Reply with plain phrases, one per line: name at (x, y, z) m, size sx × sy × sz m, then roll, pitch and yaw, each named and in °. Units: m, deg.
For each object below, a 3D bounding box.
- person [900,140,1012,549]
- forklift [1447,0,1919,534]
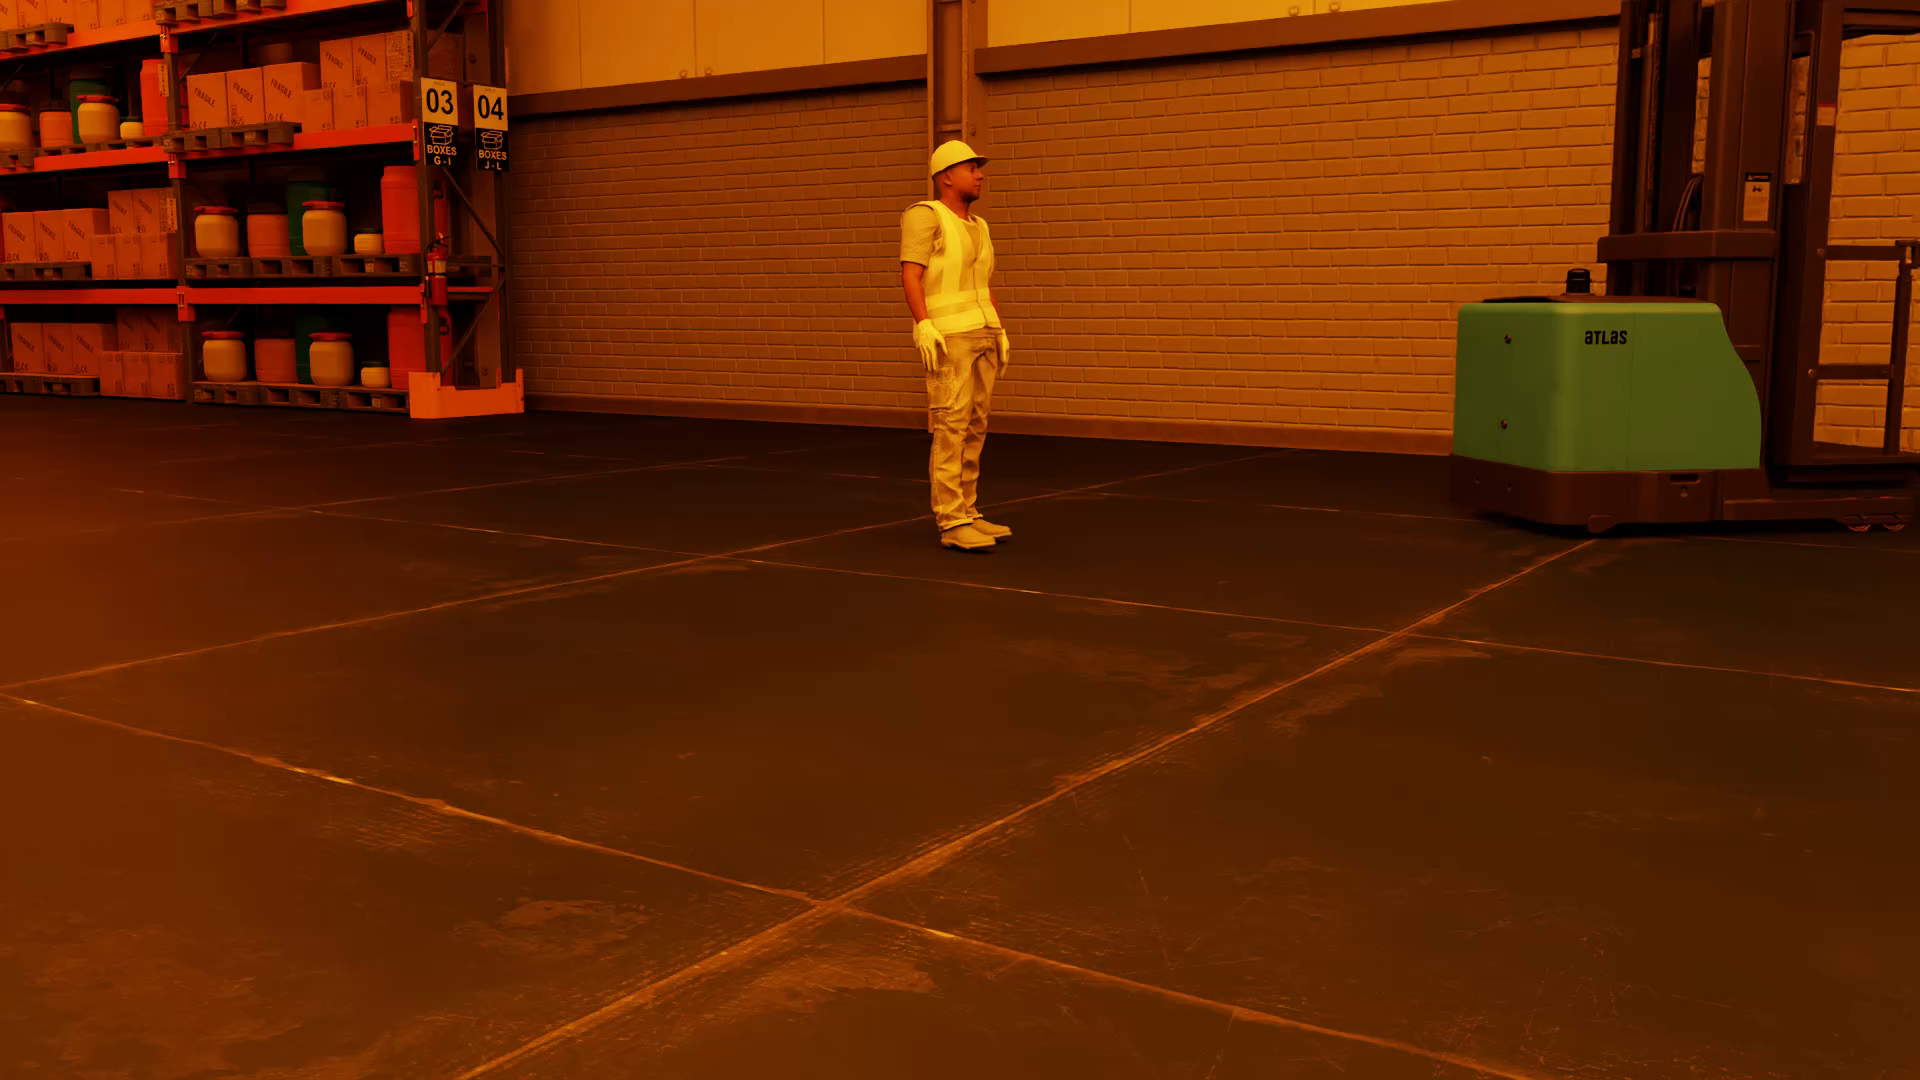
person at (0.055, -0.883, 7.430) m, size 0.575 × 1.785 × 0.657 m, roll 5°, pitch 10°, yaw 34°
forklift at (4.061, -1.561, 8.168) m, size 3.031 × 2.935 × 1.130 m, roll -2°, pitch 8°, yaw -12°
